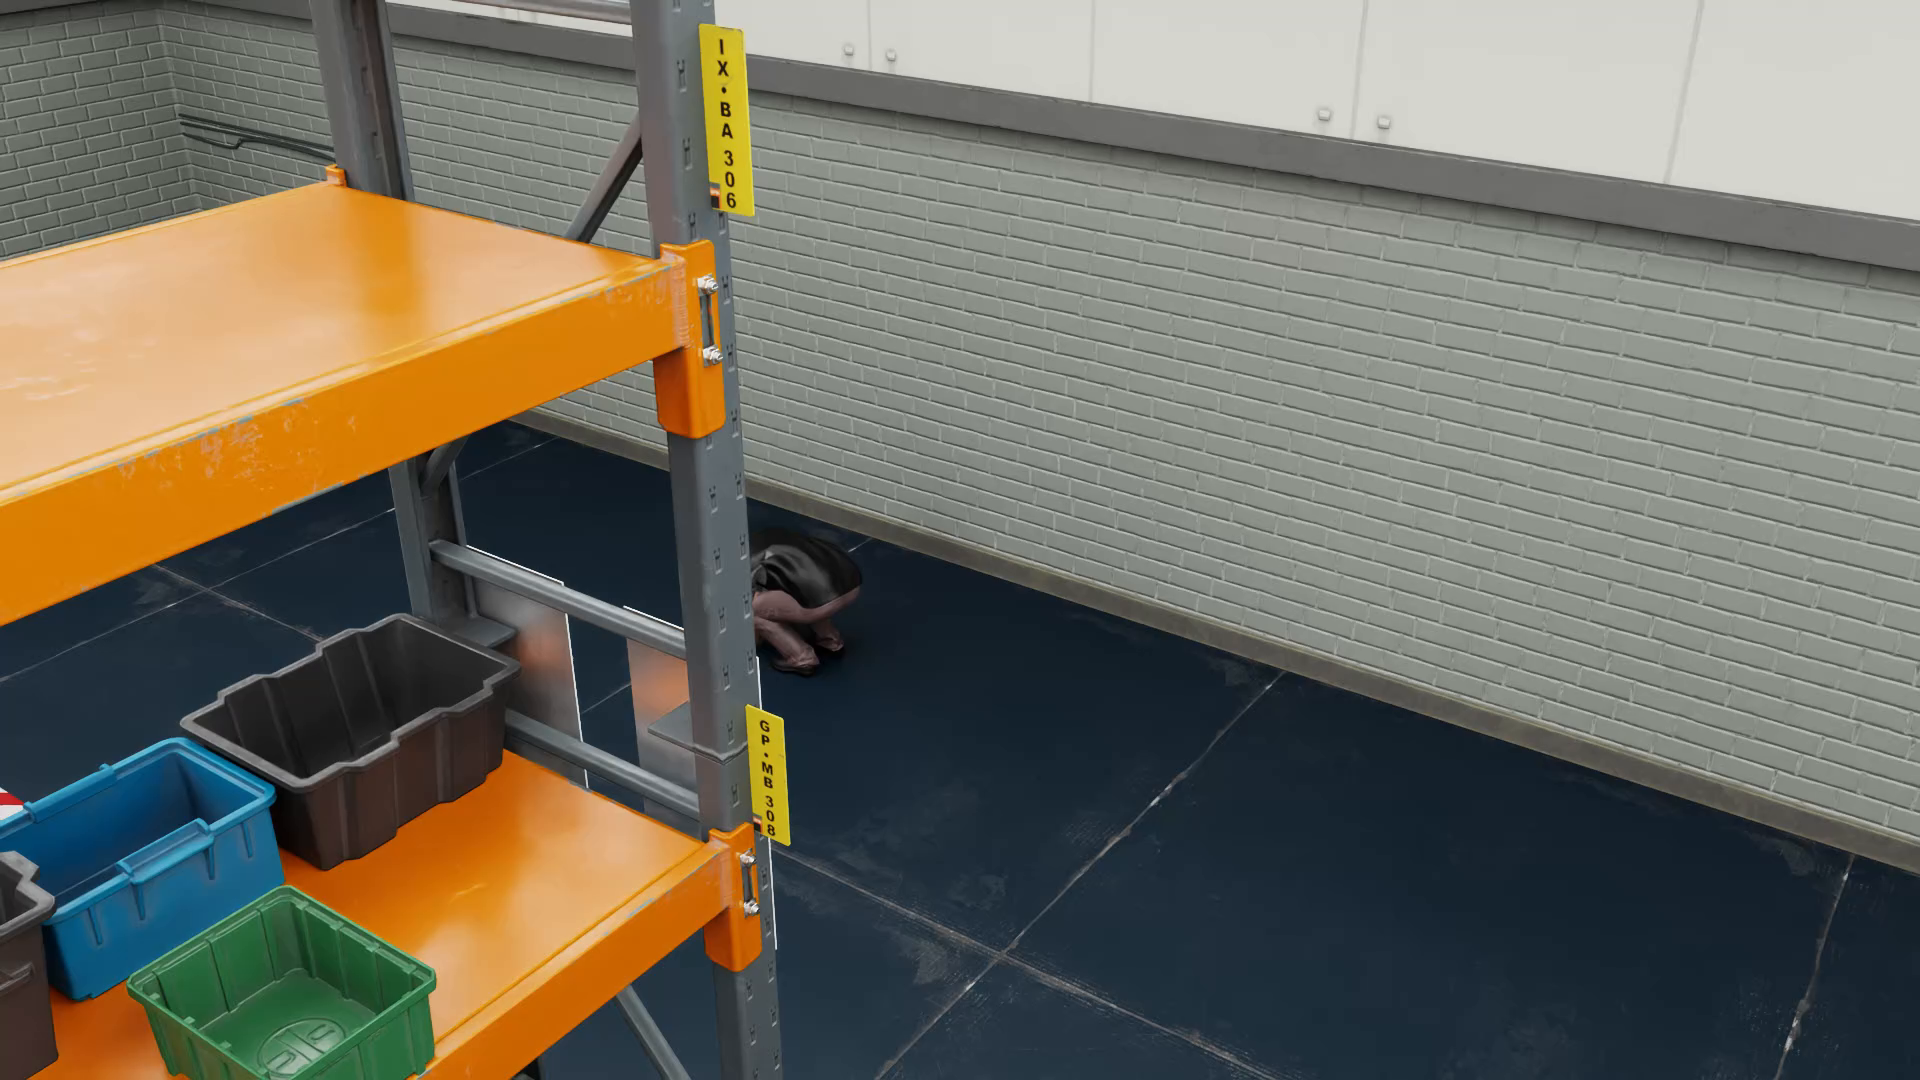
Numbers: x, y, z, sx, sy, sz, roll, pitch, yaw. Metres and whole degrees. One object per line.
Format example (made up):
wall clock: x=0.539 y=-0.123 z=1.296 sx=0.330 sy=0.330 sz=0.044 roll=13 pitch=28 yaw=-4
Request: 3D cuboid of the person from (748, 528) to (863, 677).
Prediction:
person: x=-1.019 y=0.324 z=9.622 sx=0.943 sy=0.794 sz=0.505 roll=17 pitch=31 yaw=30
